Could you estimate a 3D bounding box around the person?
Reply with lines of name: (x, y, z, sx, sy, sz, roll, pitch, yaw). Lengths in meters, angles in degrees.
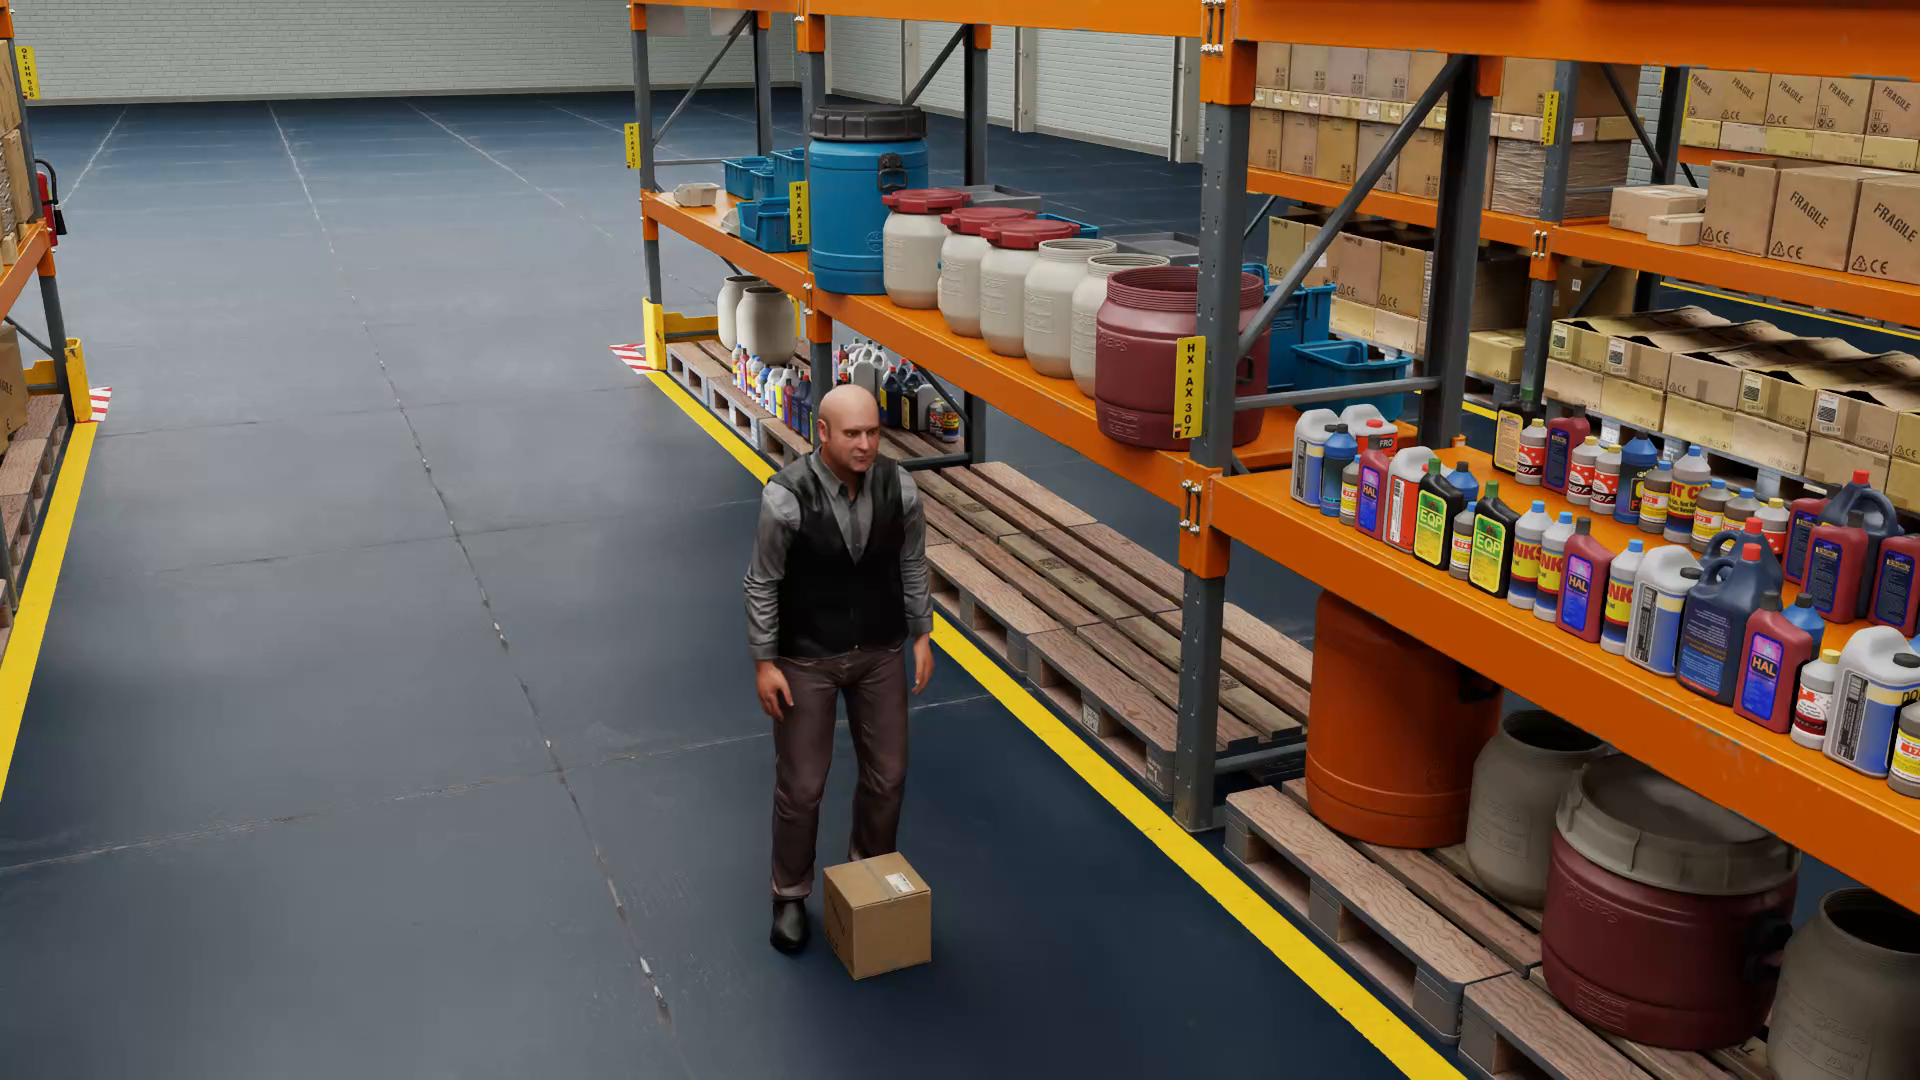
person: (-0.362, 0.357, 5.045, 0.589, 1.721, 0.414, -9, 21, -24)
